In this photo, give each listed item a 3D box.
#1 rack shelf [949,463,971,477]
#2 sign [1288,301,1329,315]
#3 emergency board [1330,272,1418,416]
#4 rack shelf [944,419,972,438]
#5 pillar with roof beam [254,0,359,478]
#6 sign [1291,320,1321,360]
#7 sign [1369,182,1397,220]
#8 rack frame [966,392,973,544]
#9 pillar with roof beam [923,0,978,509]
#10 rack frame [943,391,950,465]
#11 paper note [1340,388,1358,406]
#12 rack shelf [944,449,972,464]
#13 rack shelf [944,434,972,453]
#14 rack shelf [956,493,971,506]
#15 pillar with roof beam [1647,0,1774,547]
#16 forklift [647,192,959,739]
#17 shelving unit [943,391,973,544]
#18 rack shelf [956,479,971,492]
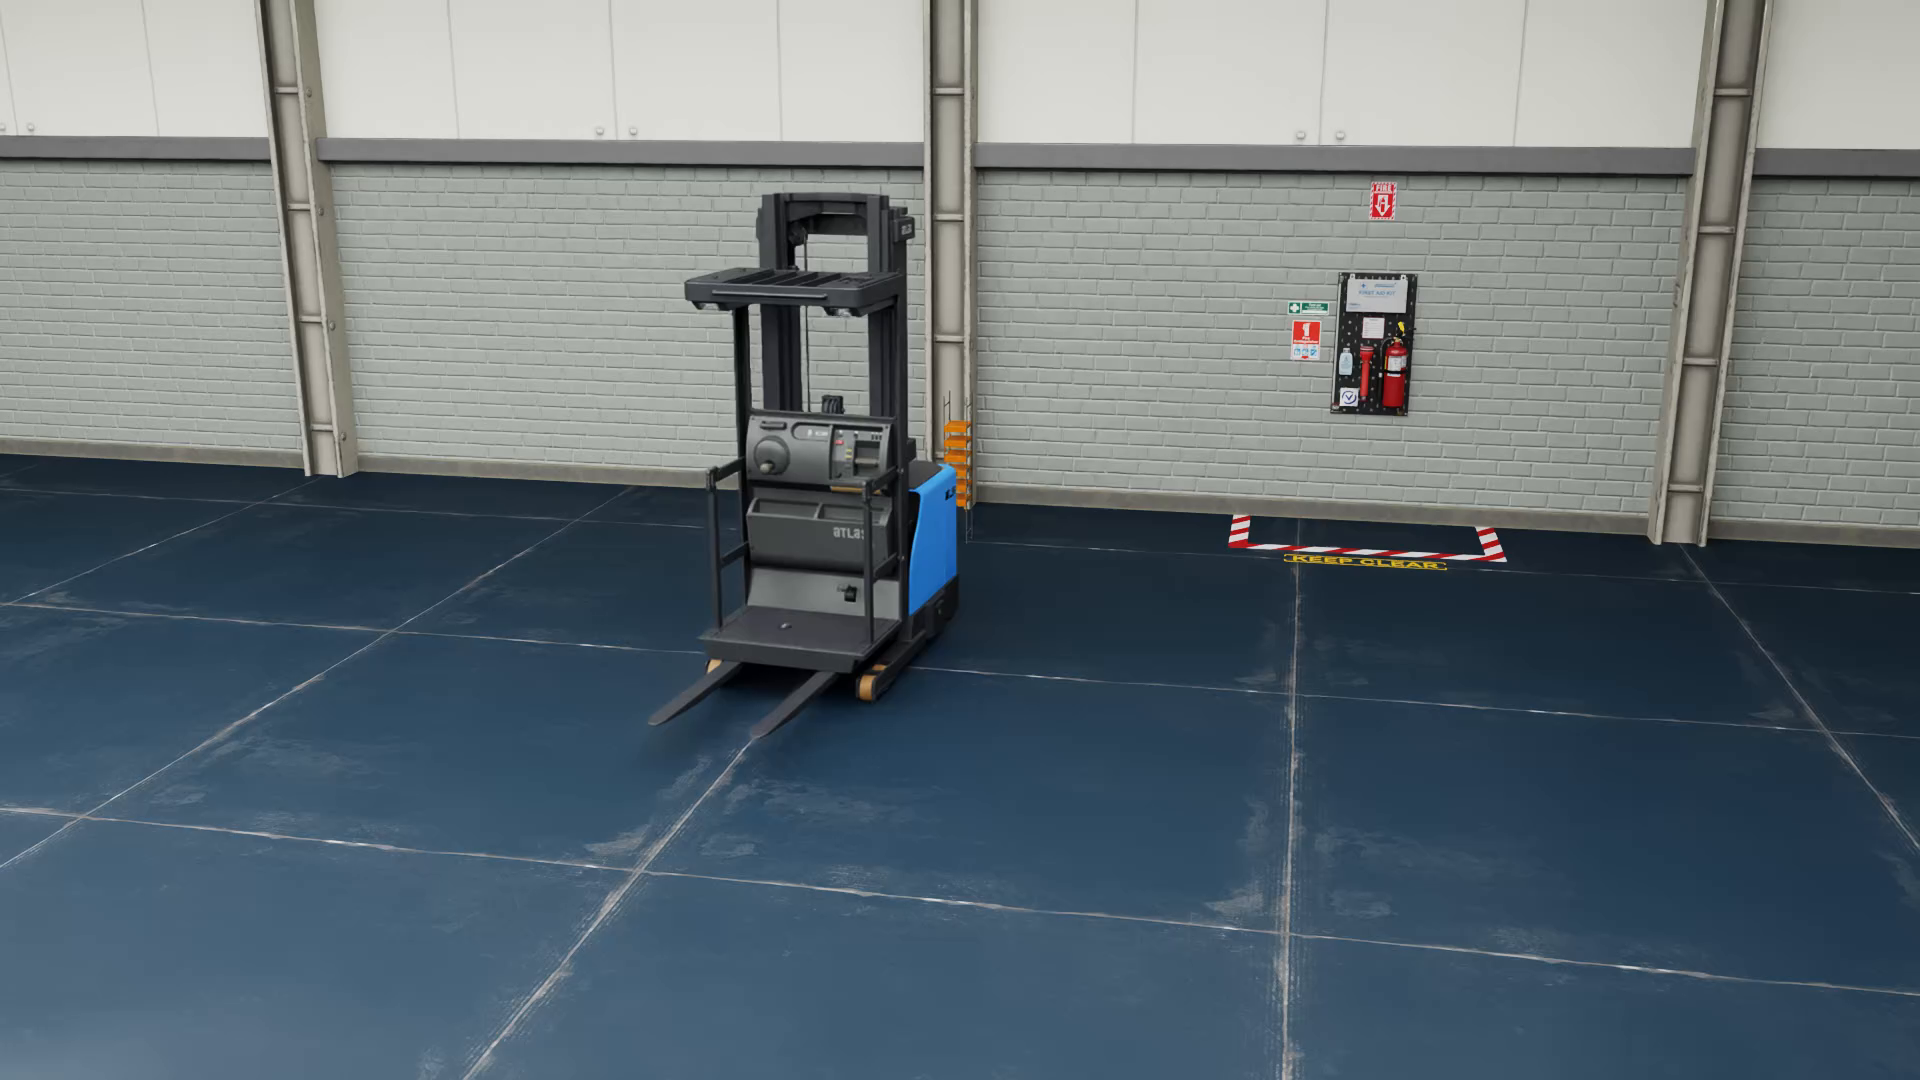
[{"bbox_3d":[-0.014,-0.536,13.346,0.180,0.103,0.258,3,16,11],"label":"rack shelf"},{"bbox_3d":[2.872,-1.910,13.710,0.331,0.109,0.001,3,16,11],"label":"sign"},{"bbox_3d":[3.391,-1.584,13.592,0.643,1.169,0.194,3,16,11],"label":"emergency board"},{"bbox_3d":[-0.014,-0.883,13.250,0.180,0.103,0.258,3,16,11],"label":"rack shelf"},{"bbox_3d":[-6.813,-3.846,10.519,0.400,9.000,9.100,3,16,11],"label":"pillar with roof beam"},{"bbox_3d":[2.869,-1.658,13.790,0.234,0.329,0.001,3,16,11],"label":"sign"},{"bbox_3d":[3.403,-2.728,13.378,0.199,0.298,0.001,3,16,11],"label":"sign"},{"bbox_3d":[0.075,-0.574,13.317,0.006,1.200,0.240,3,16,11],"label":"rack frame"},{"bbox_3d":[-0.933,-3.527,9.367,0.400,9.000,9.100,3,16,11],"label":"pillar with roof beam"},{"bbox_3d":[-0.104,-0.584,13.352,0.006,1.200,0.240,3,16,11],"label":"rack frame"},{"bbox_3d":[3.231,-1.187,13.808,0.142,0.148,0.016,3,16,11],"label":"paper note"},{"bbox_3d":[-0.014,-0.652,13.314,0.180,0.103,0.258,3,16,11],"label":"rack shelf"},{"bbox_3d":[-0.014,-0.767,13.282,0.180,0.103,0.258,3,16,11],"label":"rack shelf"},{"bbox_3d":[-0.014,-0.305,13.411,0.180,0.103,0.258,3,16,11],"label":"rack shelf"},{"bbox_3d":[4.947,-3.208,8.214,0.400,9.000,9.100,3,16,11],"label":"pillar with roof beam"},{"bbox_3d":[-0.934,-0.557,10.014,1.130,2.935,3.031,5,16,17],"label":"forklift"},{"bbox_3d":[-0.014,-0.579,13.335,0.189,1.200,0.258,3,16,11],"label":"shelving unit"},{"bbox_3d":[-0.014,-0.421,13.379,0.180,0.103,0.258,3,16,11],"label":"rack shelf"}]
